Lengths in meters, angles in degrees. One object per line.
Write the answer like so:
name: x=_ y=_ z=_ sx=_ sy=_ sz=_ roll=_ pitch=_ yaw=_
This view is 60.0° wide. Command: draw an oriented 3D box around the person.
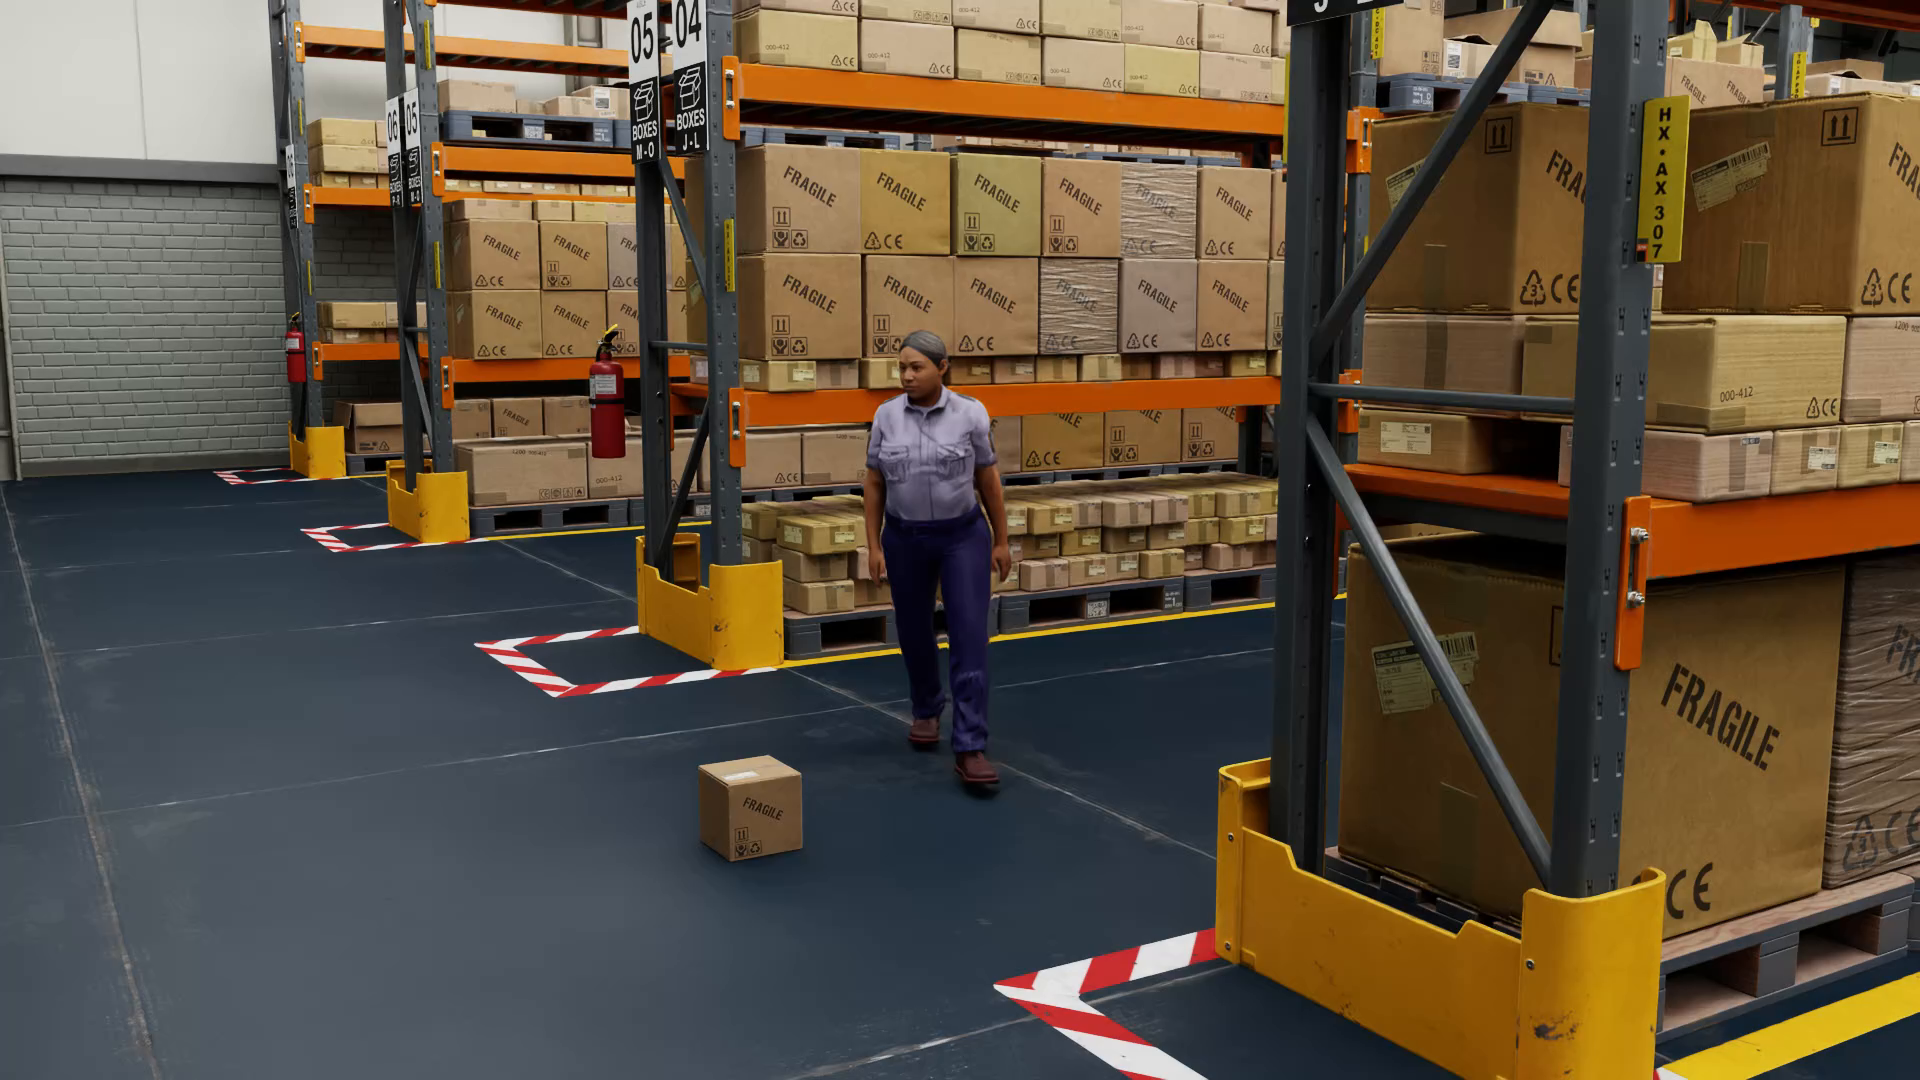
person: x=-0.079 y=0.030 z=6.160 sx=0.583 sy=1.601 sz=0.857 roll=2 pitch=8 yaw=11
